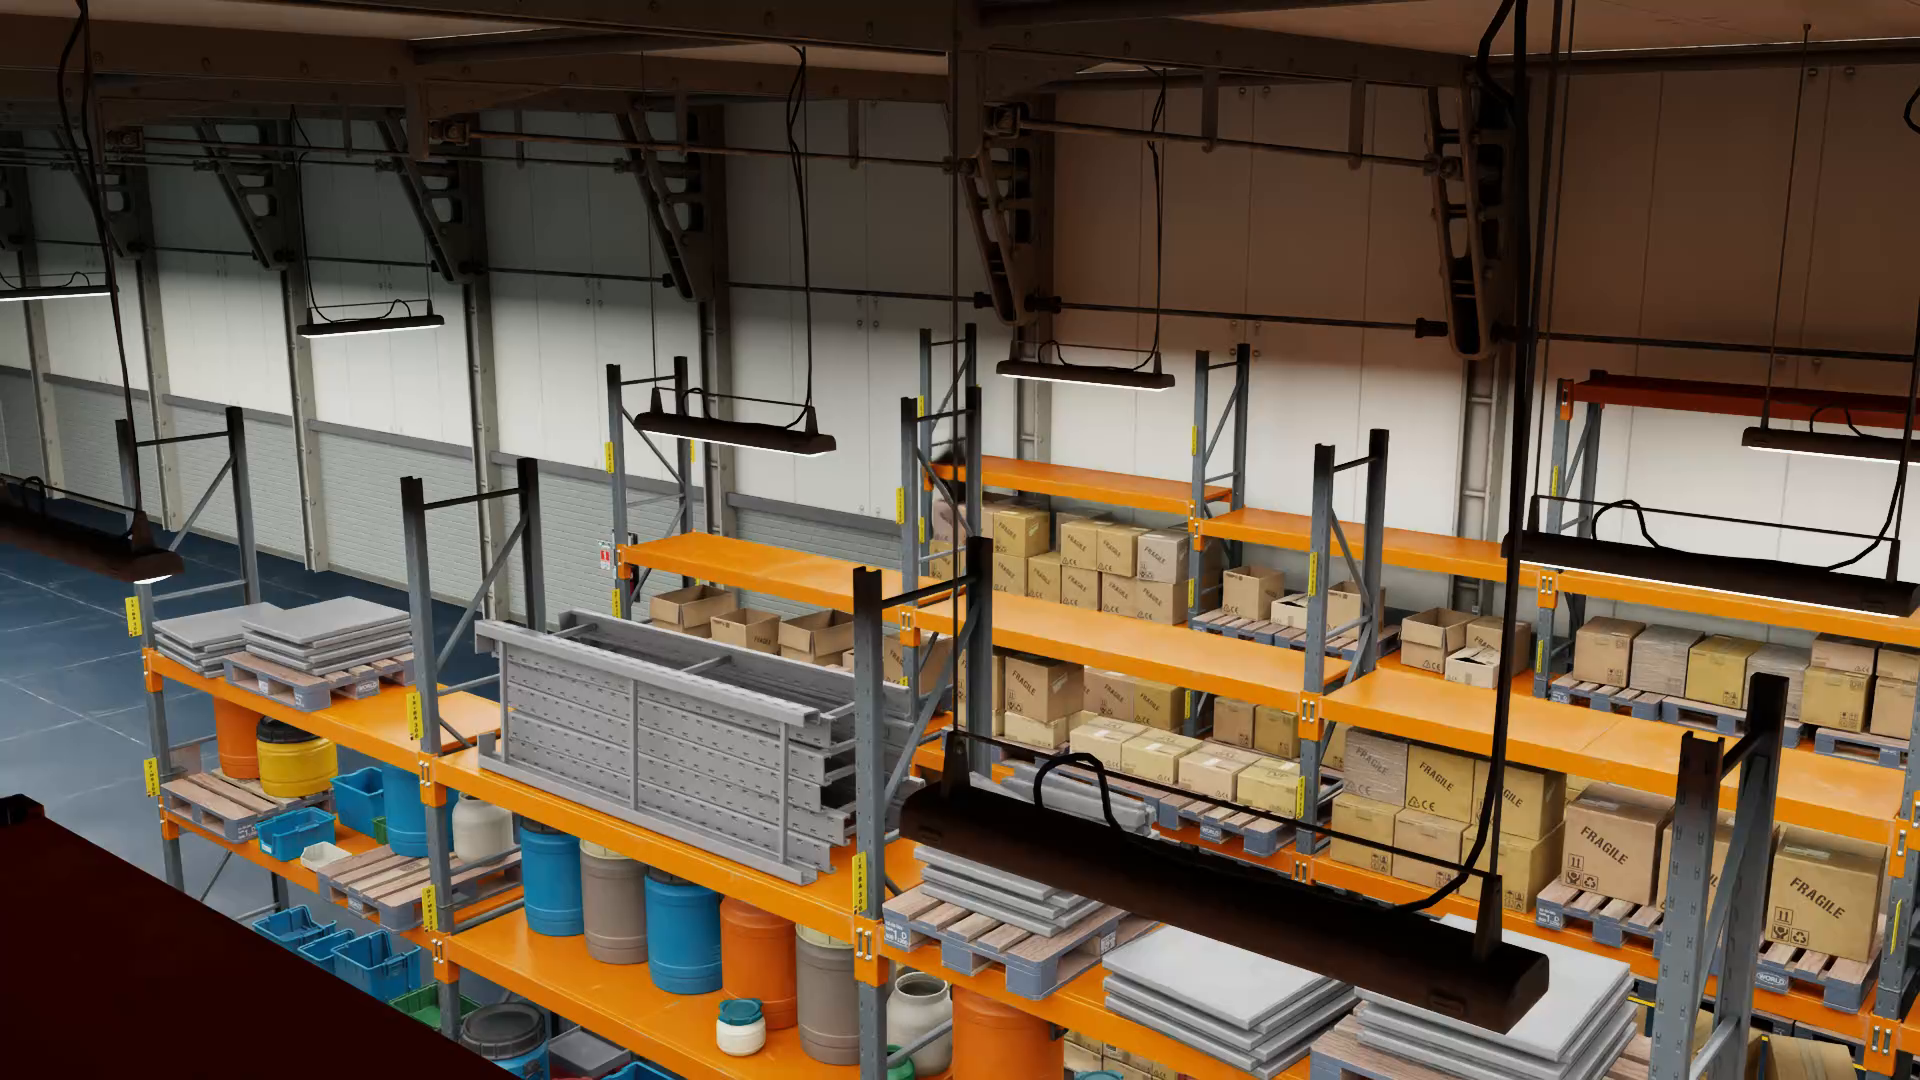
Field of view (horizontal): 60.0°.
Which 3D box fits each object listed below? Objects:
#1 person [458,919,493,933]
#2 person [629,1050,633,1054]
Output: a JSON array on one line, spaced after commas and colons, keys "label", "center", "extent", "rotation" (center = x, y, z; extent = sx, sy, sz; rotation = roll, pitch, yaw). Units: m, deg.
[{"label": "person", "center": [-5.162, 3.455, 17.170], "extent": [0.635, 1.749, 0.906], "rotation": [-4, 13, -17]}, {"label": "person", "center": [-2.798, 3.930, 15.043], "extent": [0.821, 1.723, 0.563], "rotation": [7, 14, 27]}]
